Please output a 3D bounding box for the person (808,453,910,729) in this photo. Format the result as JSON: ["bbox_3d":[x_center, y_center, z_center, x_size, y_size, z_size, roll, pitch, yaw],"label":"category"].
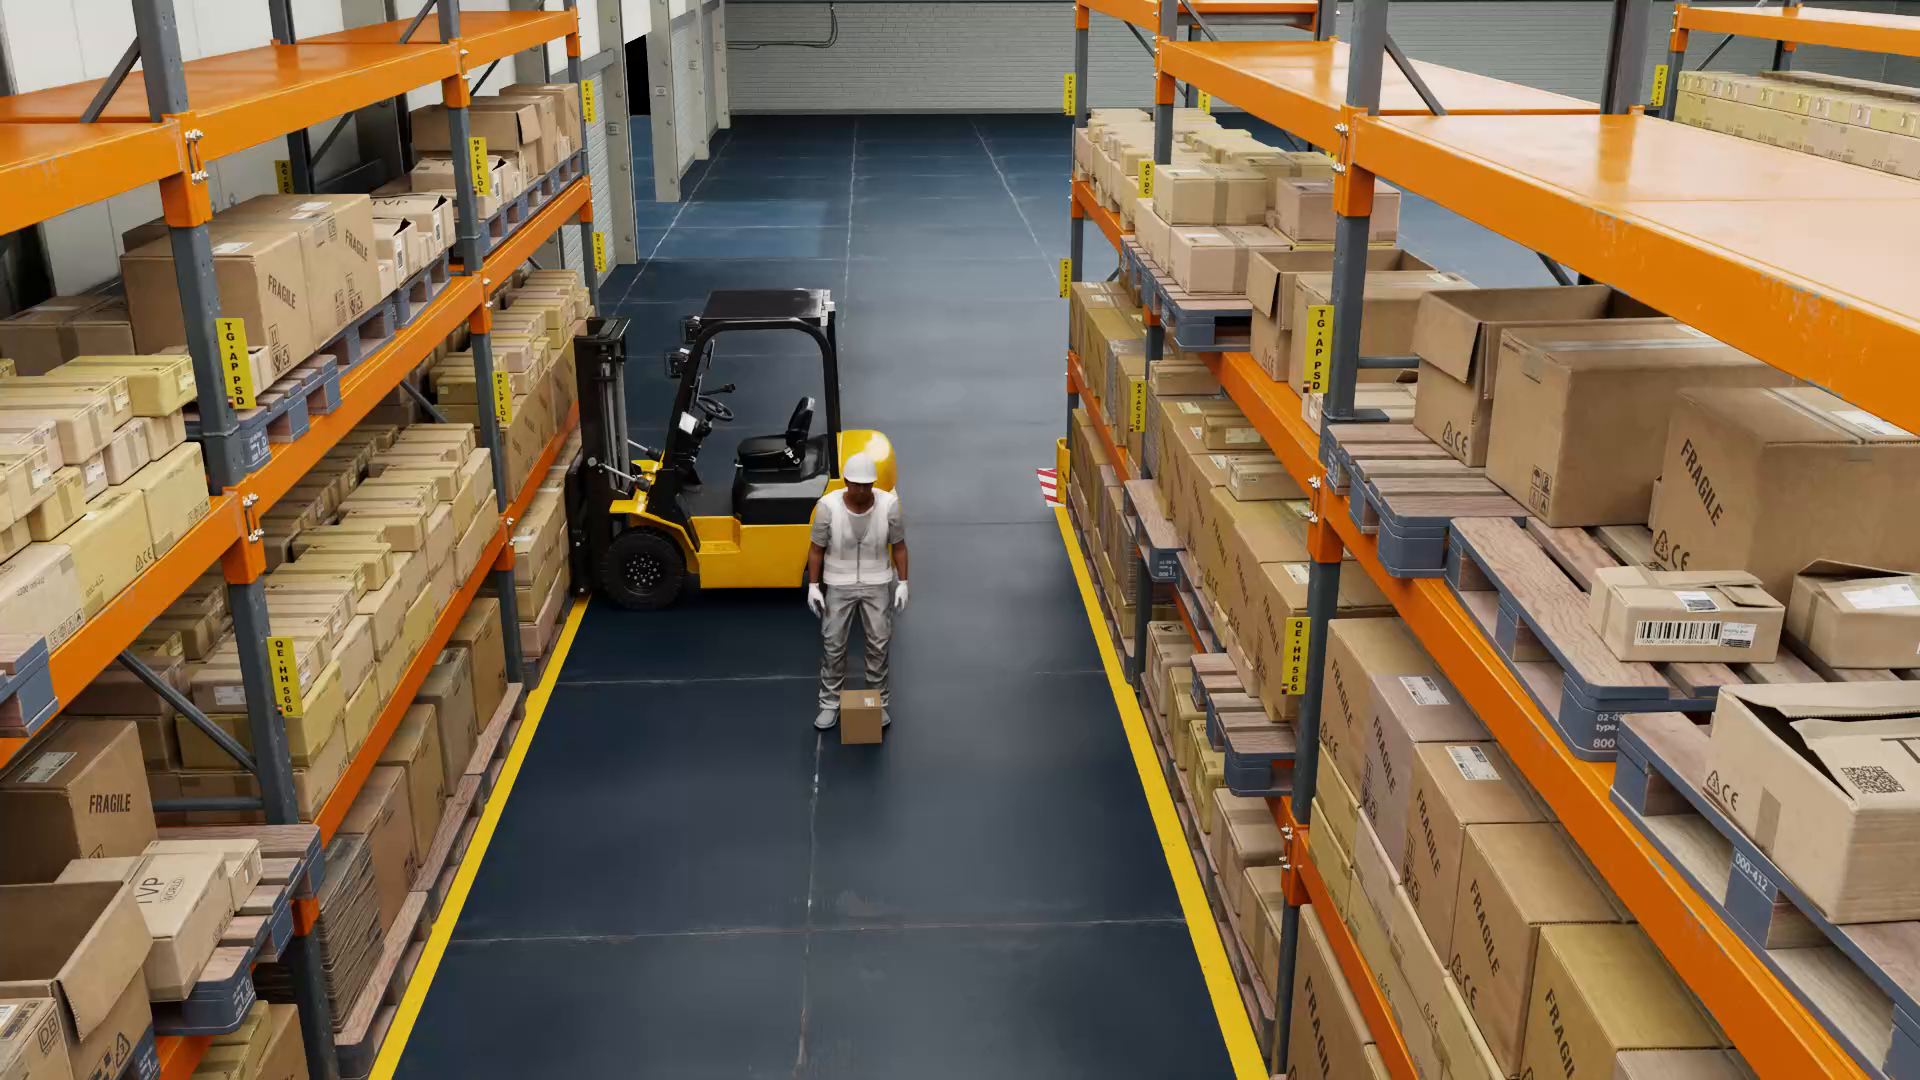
[{"bbox_3d":[-0.625,0.300,10.242,0.629,1.775,0.446,-2,20,-6],"label":"person"}]
